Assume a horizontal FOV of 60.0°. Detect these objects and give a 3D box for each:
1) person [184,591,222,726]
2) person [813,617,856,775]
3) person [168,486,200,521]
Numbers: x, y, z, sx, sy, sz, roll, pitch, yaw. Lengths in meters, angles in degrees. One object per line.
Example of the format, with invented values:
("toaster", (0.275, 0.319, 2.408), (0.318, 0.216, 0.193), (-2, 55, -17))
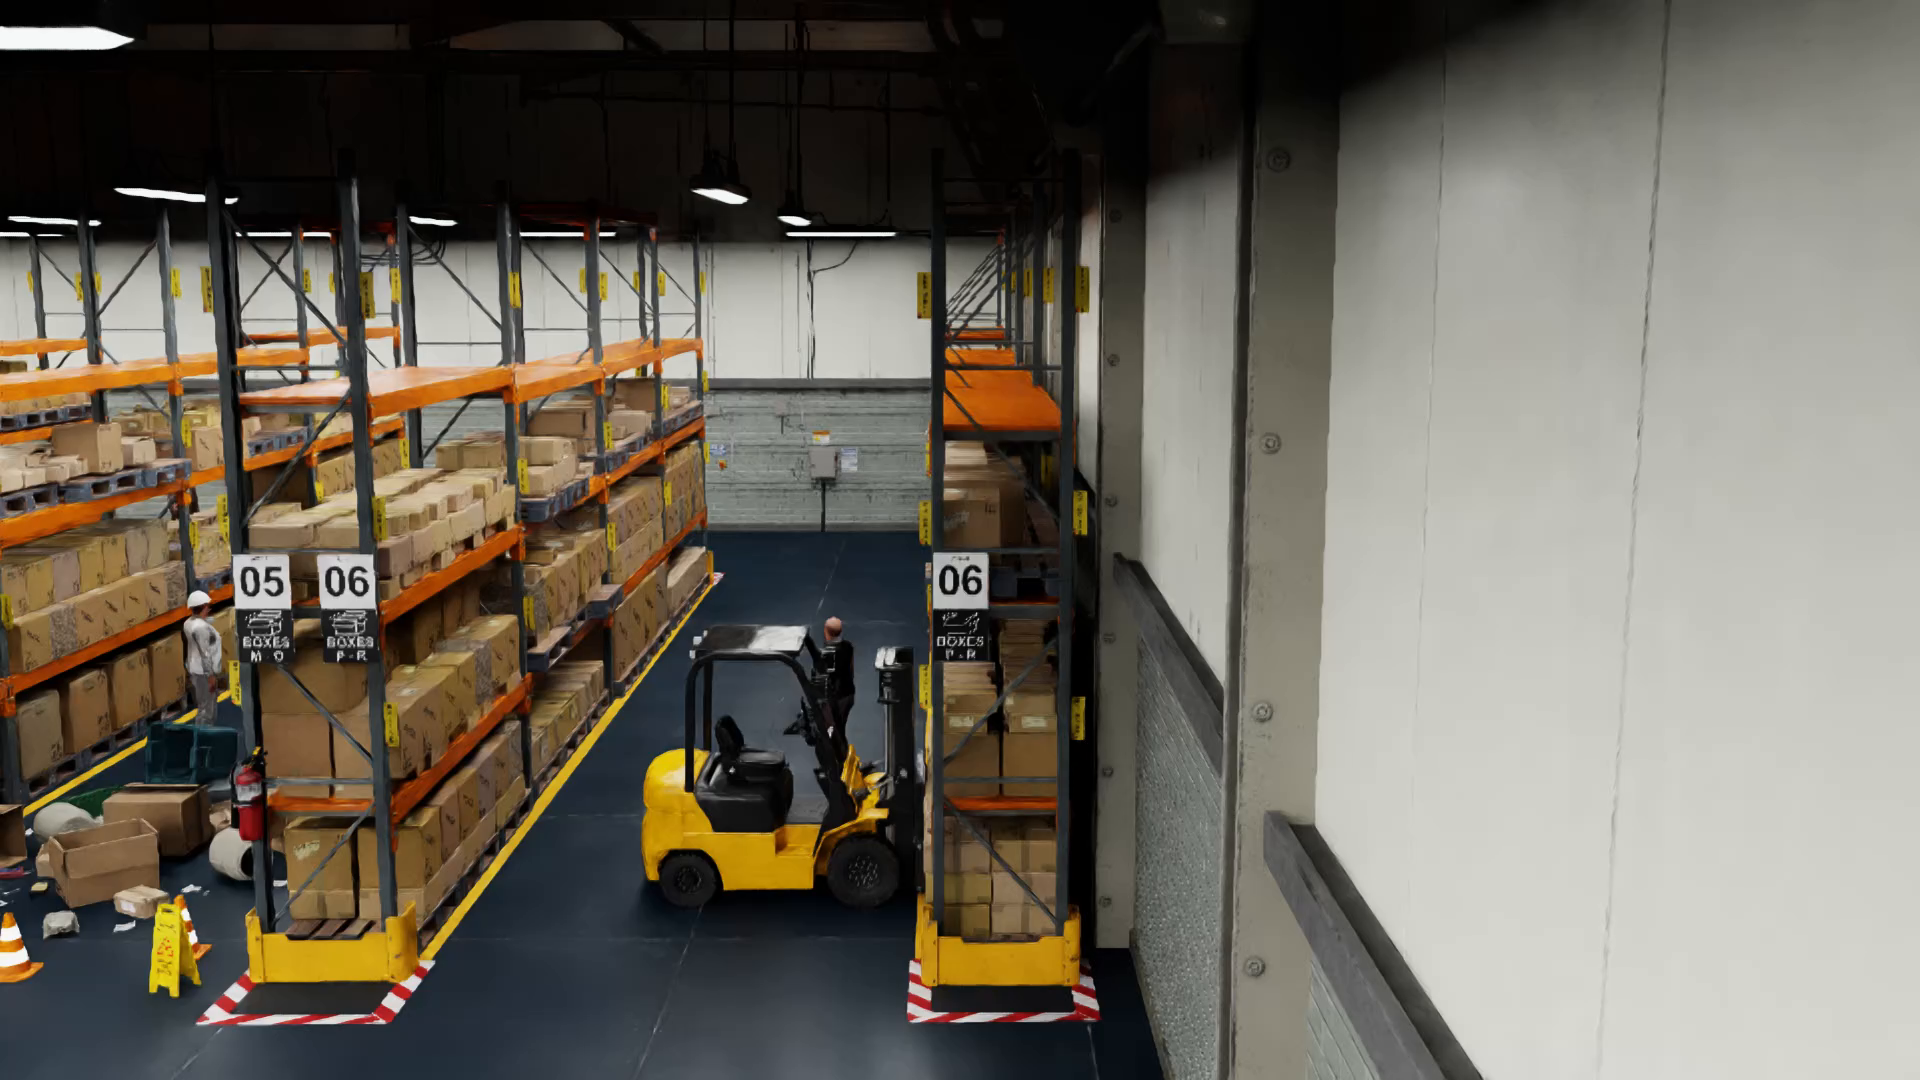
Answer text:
("person", (-8.112, 1.418, 17.968), (0.450, 1.776, 0.584), (-6, 11, -31))
("person", (-1.298, 1.621, 16.874), (0.577, 1.718, 0.625), (4, 10, 25))
("person", (-14.790, -0.739, 31.479), (0.500, 1.777, 0.751), (8, 12, 39))
